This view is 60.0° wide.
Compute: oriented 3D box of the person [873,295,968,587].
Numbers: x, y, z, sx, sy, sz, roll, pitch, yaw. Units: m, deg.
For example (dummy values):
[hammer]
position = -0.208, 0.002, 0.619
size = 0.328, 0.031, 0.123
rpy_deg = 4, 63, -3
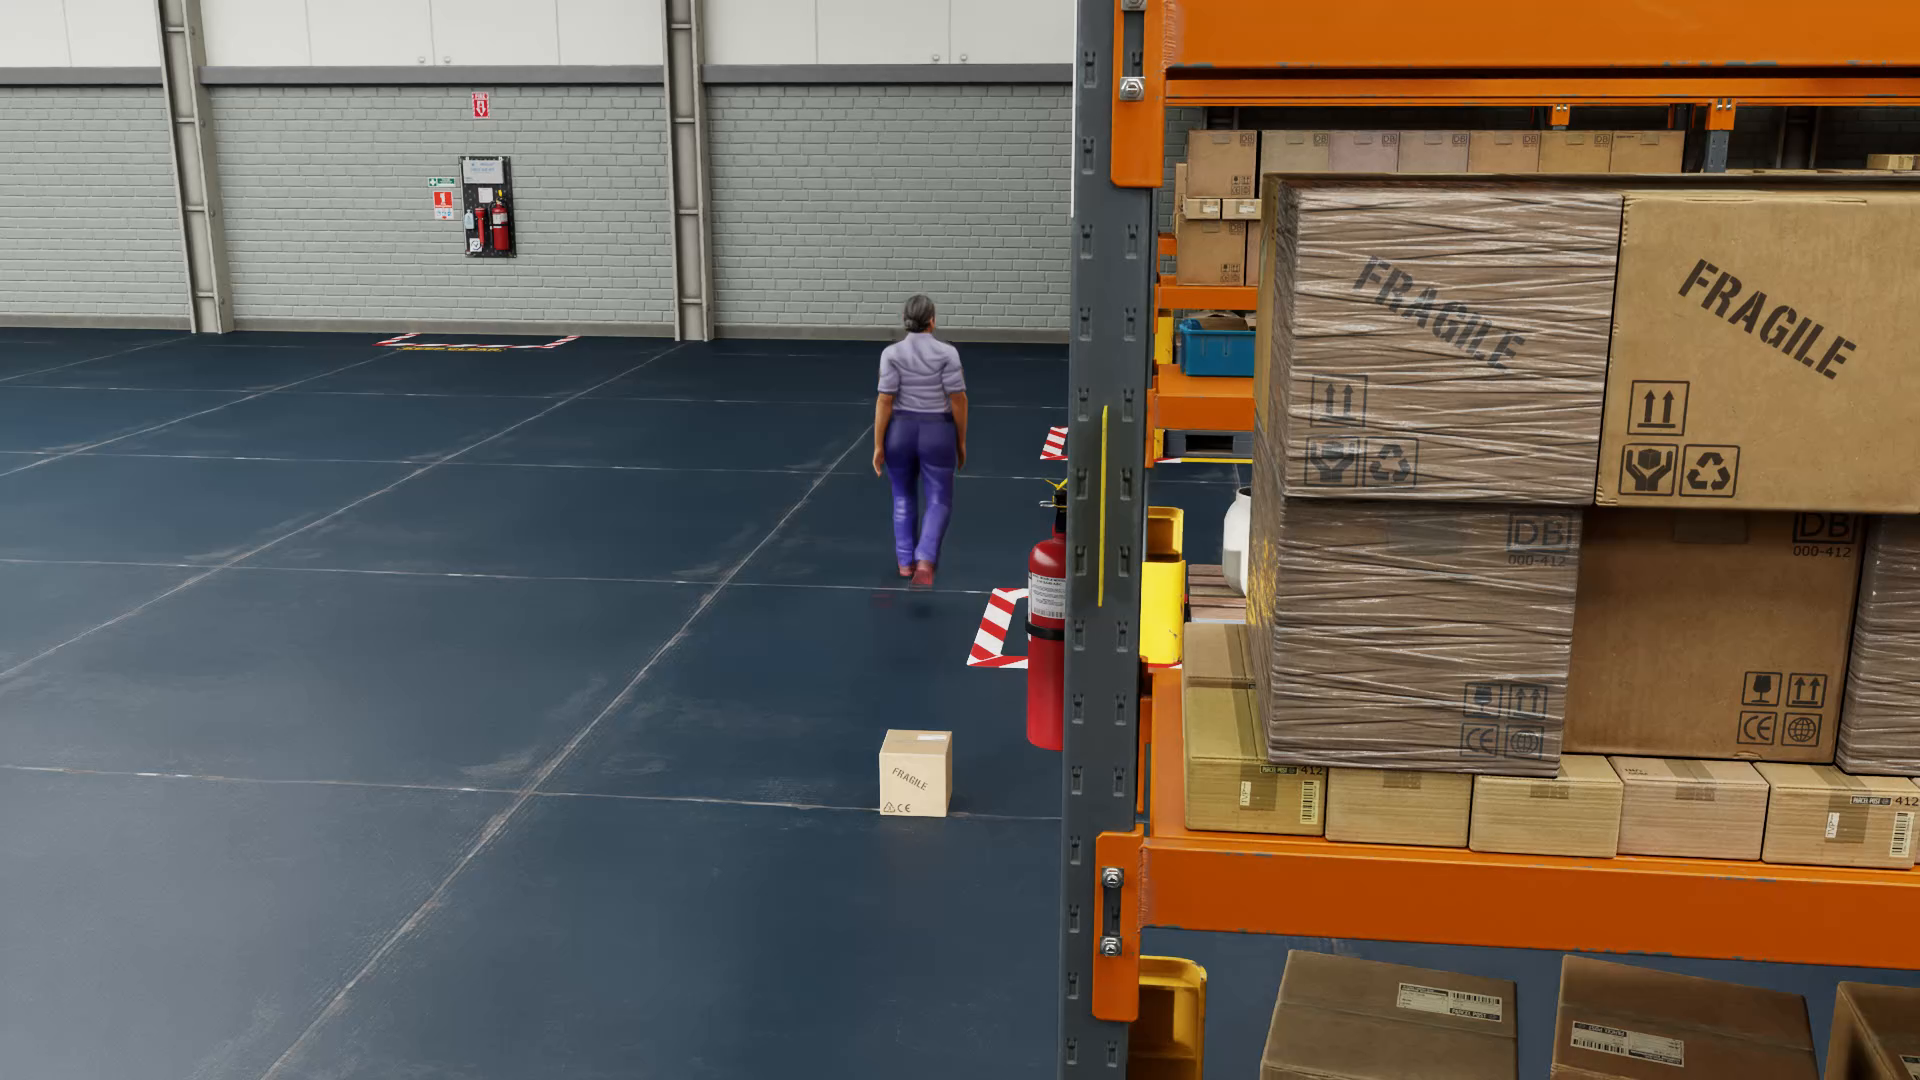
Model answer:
[person]
position = -0.213, -0.533, 9.084
size = 0.510, 1.606, 0.882
rpy_deg = 1, 14, 5
